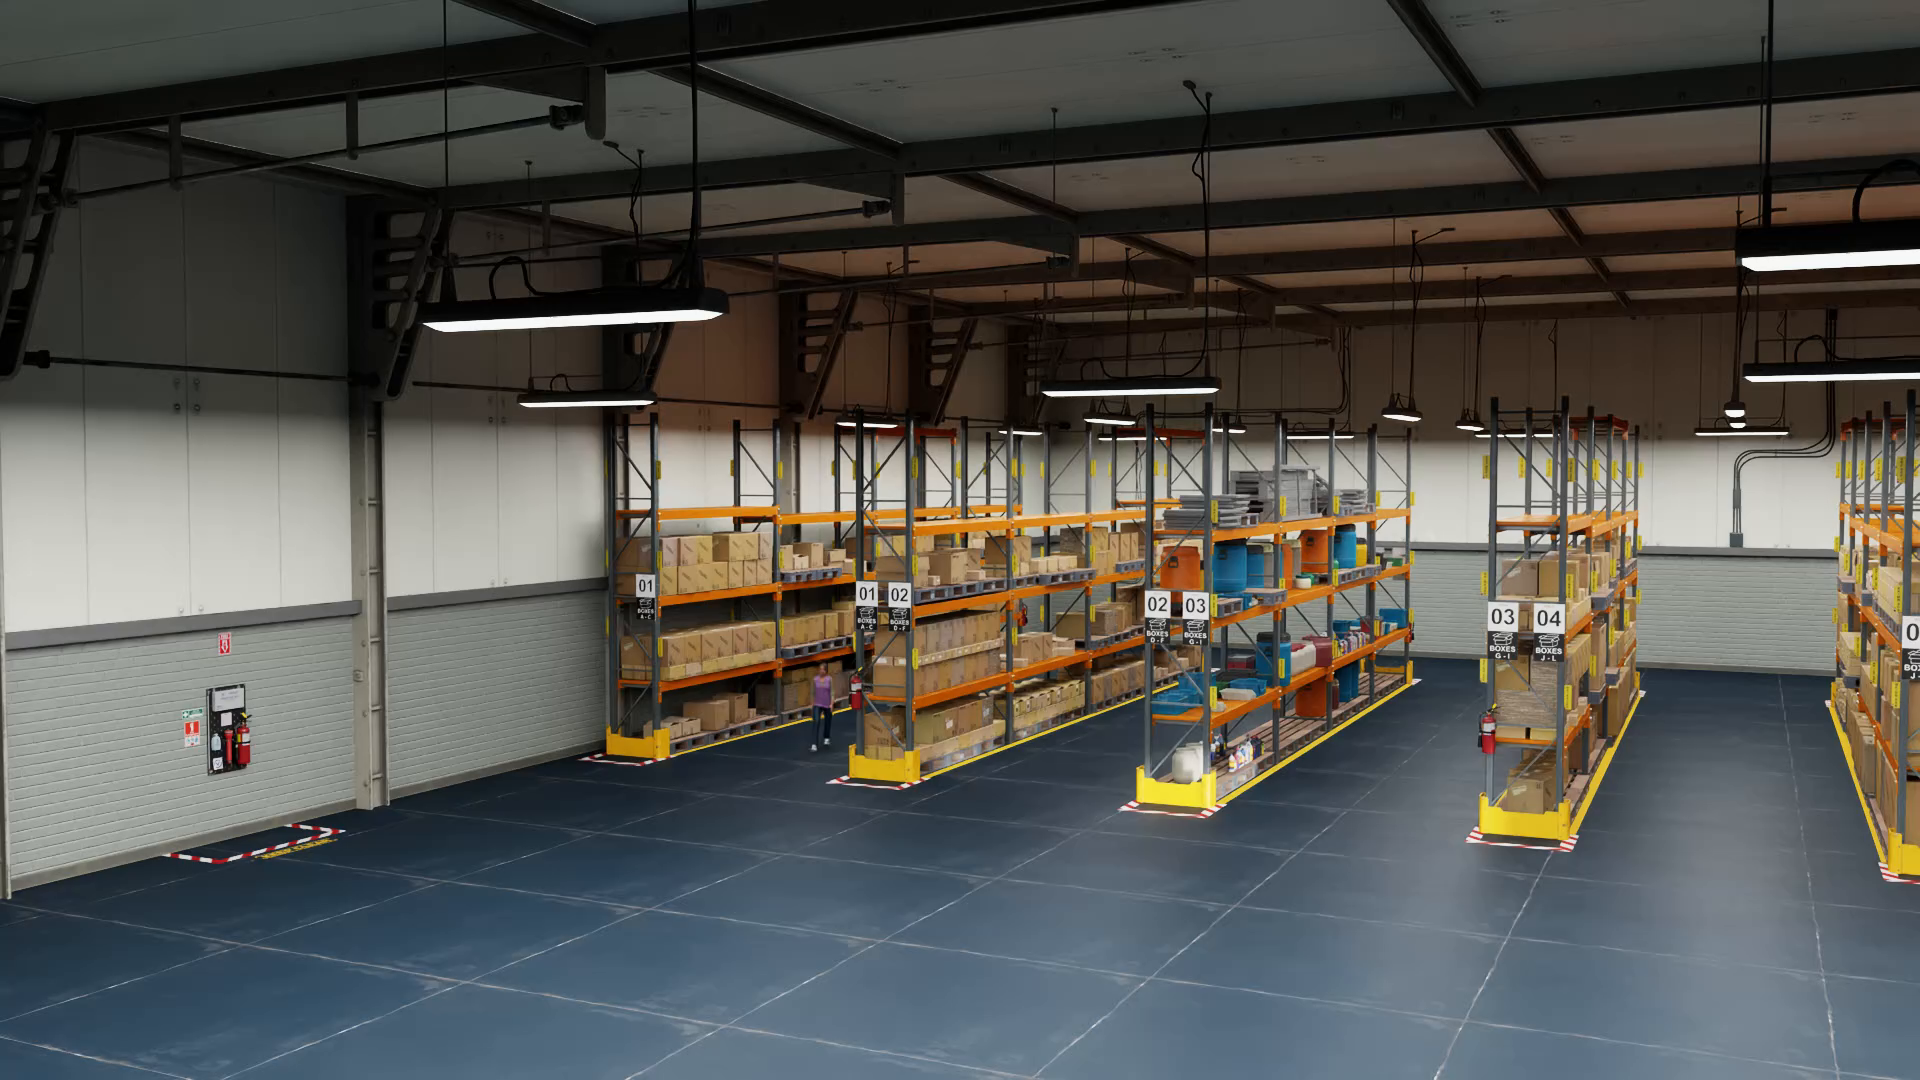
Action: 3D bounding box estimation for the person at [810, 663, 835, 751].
[{"bbox_3d":[-2.488,2.968,29.779,0.479,1.532,0.978,0,2,-12],"label":"person"}]
